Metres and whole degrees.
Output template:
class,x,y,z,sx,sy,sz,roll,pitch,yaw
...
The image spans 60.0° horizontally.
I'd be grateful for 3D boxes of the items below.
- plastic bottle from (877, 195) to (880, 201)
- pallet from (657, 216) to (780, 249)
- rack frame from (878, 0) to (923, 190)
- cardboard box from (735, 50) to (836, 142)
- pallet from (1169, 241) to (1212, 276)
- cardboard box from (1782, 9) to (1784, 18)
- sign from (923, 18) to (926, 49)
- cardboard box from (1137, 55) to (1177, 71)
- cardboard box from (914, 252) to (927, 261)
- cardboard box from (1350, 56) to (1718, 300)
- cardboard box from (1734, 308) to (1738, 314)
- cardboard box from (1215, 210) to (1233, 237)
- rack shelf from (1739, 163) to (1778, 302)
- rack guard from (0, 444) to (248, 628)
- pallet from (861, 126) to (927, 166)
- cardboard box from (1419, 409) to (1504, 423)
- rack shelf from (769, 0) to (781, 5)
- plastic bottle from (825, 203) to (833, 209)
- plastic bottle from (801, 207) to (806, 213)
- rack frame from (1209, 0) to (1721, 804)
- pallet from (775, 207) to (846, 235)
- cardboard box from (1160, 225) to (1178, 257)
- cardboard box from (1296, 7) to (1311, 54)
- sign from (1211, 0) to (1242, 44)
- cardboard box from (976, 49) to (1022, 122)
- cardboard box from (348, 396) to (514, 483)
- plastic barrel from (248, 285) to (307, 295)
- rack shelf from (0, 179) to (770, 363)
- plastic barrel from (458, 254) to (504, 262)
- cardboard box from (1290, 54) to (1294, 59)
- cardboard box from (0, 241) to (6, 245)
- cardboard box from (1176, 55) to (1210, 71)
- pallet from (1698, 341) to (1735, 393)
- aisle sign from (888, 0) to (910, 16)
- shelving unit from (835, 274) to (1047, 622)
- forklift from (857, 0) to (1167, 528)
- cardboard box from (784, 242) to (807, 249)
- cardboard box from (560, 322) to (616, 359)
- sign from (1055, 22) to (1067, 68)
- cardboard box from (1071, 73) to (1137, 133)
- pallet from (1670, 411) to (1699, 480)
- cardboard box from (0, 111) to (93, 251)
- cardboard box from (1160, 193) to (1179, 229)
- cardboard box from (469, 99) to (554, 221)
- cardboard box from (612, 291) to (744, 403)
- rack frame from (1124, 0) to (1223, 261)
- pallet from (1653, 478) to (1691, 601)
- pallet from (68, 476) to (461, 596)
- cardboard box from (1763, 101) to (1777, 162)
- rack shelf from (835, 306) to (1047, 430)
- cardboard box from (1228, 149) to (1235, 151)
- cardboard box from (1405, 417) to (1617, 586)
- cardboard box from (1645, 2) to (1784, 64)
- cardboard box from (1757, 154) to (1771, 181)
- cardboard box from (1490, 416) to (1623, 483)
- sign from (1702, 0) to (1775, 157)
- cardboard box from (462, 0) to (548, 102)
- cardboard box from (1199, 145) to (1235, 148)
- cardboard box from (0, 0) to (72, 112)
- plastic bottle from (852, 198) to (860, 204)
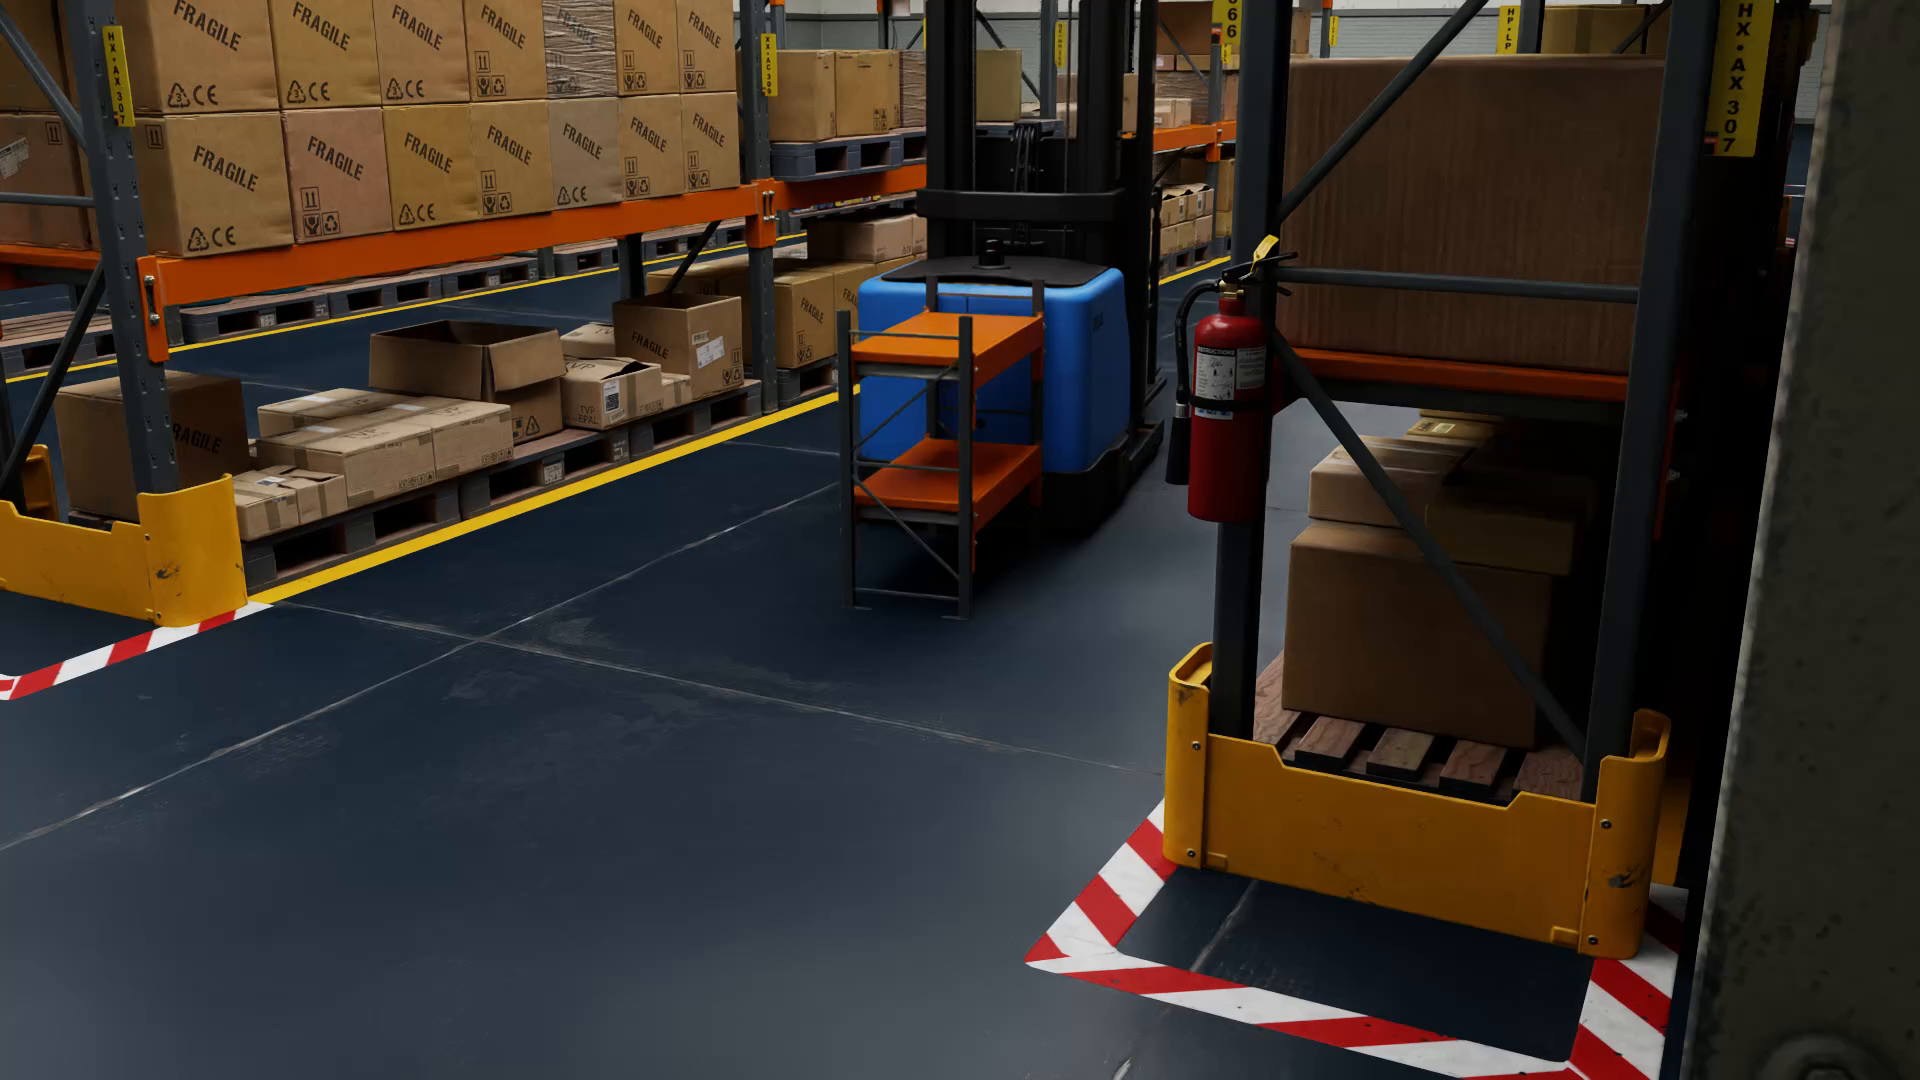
class,x,y,z,sx,sy,sz,roll,pitch,yaw
plastic bottle,-1.023,-4.263,20.360,0.097,0.201,0.097,0,17,0
pallet,-2.698,-3.357,18.064,1.003,0.211,1.213,8,18,25
rack frame,-0.595,-5.917,21.787,1.000,3.000,0.127,8,18,25
cardboard box,-1.115,-2.571,9.608,0.700,0.500,0.500,2,17,7
pallet,1.753,-2.738,15.981,1.003,0.211,1.213,8,18,25
cardboard box,3.573,-2.378,7.821,0.500,0.250,0.500,8,18,26
sign,-0.238,-3.873,12.872,0.100,0.325,0.005,8,18,25
cardboard box,1.978,-4.723,16.450,0.380,0.149,0.250,8,18,25
cardboard box,-0.408,-1.727,11.296,0.500,0.500,0.500,7,18,23
cardboard box,1.653,-1.043,4.850,0.980,0.700,0.700,8,18,25
cardboard box,5.303,-1.938,12.008,0.700,0.500,0.500,8,18,25
cardboard box,2.526,-3.230,16.832,0.500,0.250,0.500,8,18,25
rack shelf,3.800,-1.765,9.070,1.077,0.370,4.000,8,18,25
rack guard,-3.280,-0.032,6.362,1.175,0.500,0.348,8,18,25
pallet,-0.605,-2.660,11.159,1.003,0.211,1.213,8,18,25
cardboard box,1.931,-0.540,6.196,0.380,0.149,0.250,8,18,24
rack shelf,-3.276,-5.482,16.317,1.077,0.370,4.000,8,18,25
plastic bottle,-1.566,-4.040,19.348,0.144,0.351,0.185,7,18,23
plastic bottle,-1.802,-3.819,18.865,0.097,0.201,0.097,0,17,0
rack frame,1.119,-0.581,3.822,1.000,3.000,0.127,8,18,25
pallet,-2.045,-3.727,19.312,1.003,0.211,1.213,8,18,25
cardboard box,1.666,-2.749,15.212,0.500,0.250,0.500,9,19,27
cardboard box,3.591,-5.825,19.023,0.700,0.500,0.500,8,18,26
sign,0.640,-1.322,3.868,0.100,0.325,0.005,8,18,25
cardboard box,0.080,-3.323,12.139,0.700,0.500,0.500,2,17,7
cardboard box,-2.371,-0.461,7.472,0.500,0.250,0.500,8,18,25
plastic barrel,-5.382,-2.373,12.802,0.600,0.901,0.708,8,18,25
rack shelf,-2.421,-1.375,7.759,1.077,0.370,4.000,8,18,25
plastic barrel,-4.373,-2.914,14.749,0.600,0.830,0.708,8,18,25
cardboard box,3.490,-5.328,18.487,0.380,0.149,0.250,8,18,26
cardboard box,-9.333,-3.293,15.947,1.225,0.875,0.875,8,18,26
cardboard box,2.341,-4.670,16.273,0.380,0.149,0.250,8,18,25
pallet,4.274,-1.091,10.436,1.003,0.211,1.213,8,18,25
aisle sign,-0.825,-7.219,21.604,0.394,0.787,0.004,8,18,25
shelving unit,-0.049,-0.401,6.507,0.538,1.125,1.048,5,17,16
forklift,0.442,-1.836,8.169,1.130,2.935,3.031,5,17,15
cardboard box,-0.885,-1.787,11.498,0.500,0.500,0.500,7,18,24
cardboard box,-1.908,-1.072,9.424,0.500,0.311,0.500,8,18,25
sign,0.750,-3.699,12.424,0.100,0.325,0.005,8,18,25
cardboard box,1.231,-3.860,14.685,0.500,0.500,0.500,8,18,25
pallet,3.184,-0.470,8.344,1.003,0.211,1.213,8,18,25
cardboard box,-3.358,-1.407,6.427,0.500,0.500,0.500,9,19,27
cardboard box,1.671,-3.019,15.138,0.500,0.311,0.500,8,18,25
cardboard box,-2.203,-1.725,7.496,0.500,0.500,0.500,8,18,26
cardboard box,-1.528,-1.061,9.055,0.500,0.500,0.500,8,18,25
rack frame,2.048,-4.267,16.232,1.000,3.000,0.127,8,18,25
pallet,2.496,-0.080,7.031,1.003,0.211,1.213,8,18,25
pallet,-2.925,-0.096,7.087,1.003,0.211,1.213,8,18,25
cardboard box,4.031,-2.277,8.798,0.500,0.500,0.500,9,19,27
rack shelf,-0.049,-0.681,6.424,0.538,0.278,1.000,5,17,16
cardboard box,3.203,-3.971,18.008,0.500,0.500,0.500,8,18,25
cardboard box,2.022,-0.168,6.083,0.700,0.500,0.500,9,19,27
cardboard box,3.345,-2.244,7.369,0.500,0.250,0.500,9,19,27
cardboard box,4.379,-2.125,9.425,0.380,0.149,0.250,8,18,24
cardboard box,1.916,-0.287,5.344,0.380,0.149,0.250,8,18,26
sign,1.613,-0.962,3.445,0.100,0.325,0.005,8,18,25
cardboard box,-2.199,-2.208,7.367,0.500,0.500,0.500,8,18,25
cardboard box,2.963,-4.164,18.659,0.500,0.500,0.500,8,18,25
cardboard box,-3.362,-1.886,6.284,0.500,0.500,0.500,8,18,25
plastic bottle,-1.293,-4.196,19.872,0.144,0.351,0.185,9,19,28
